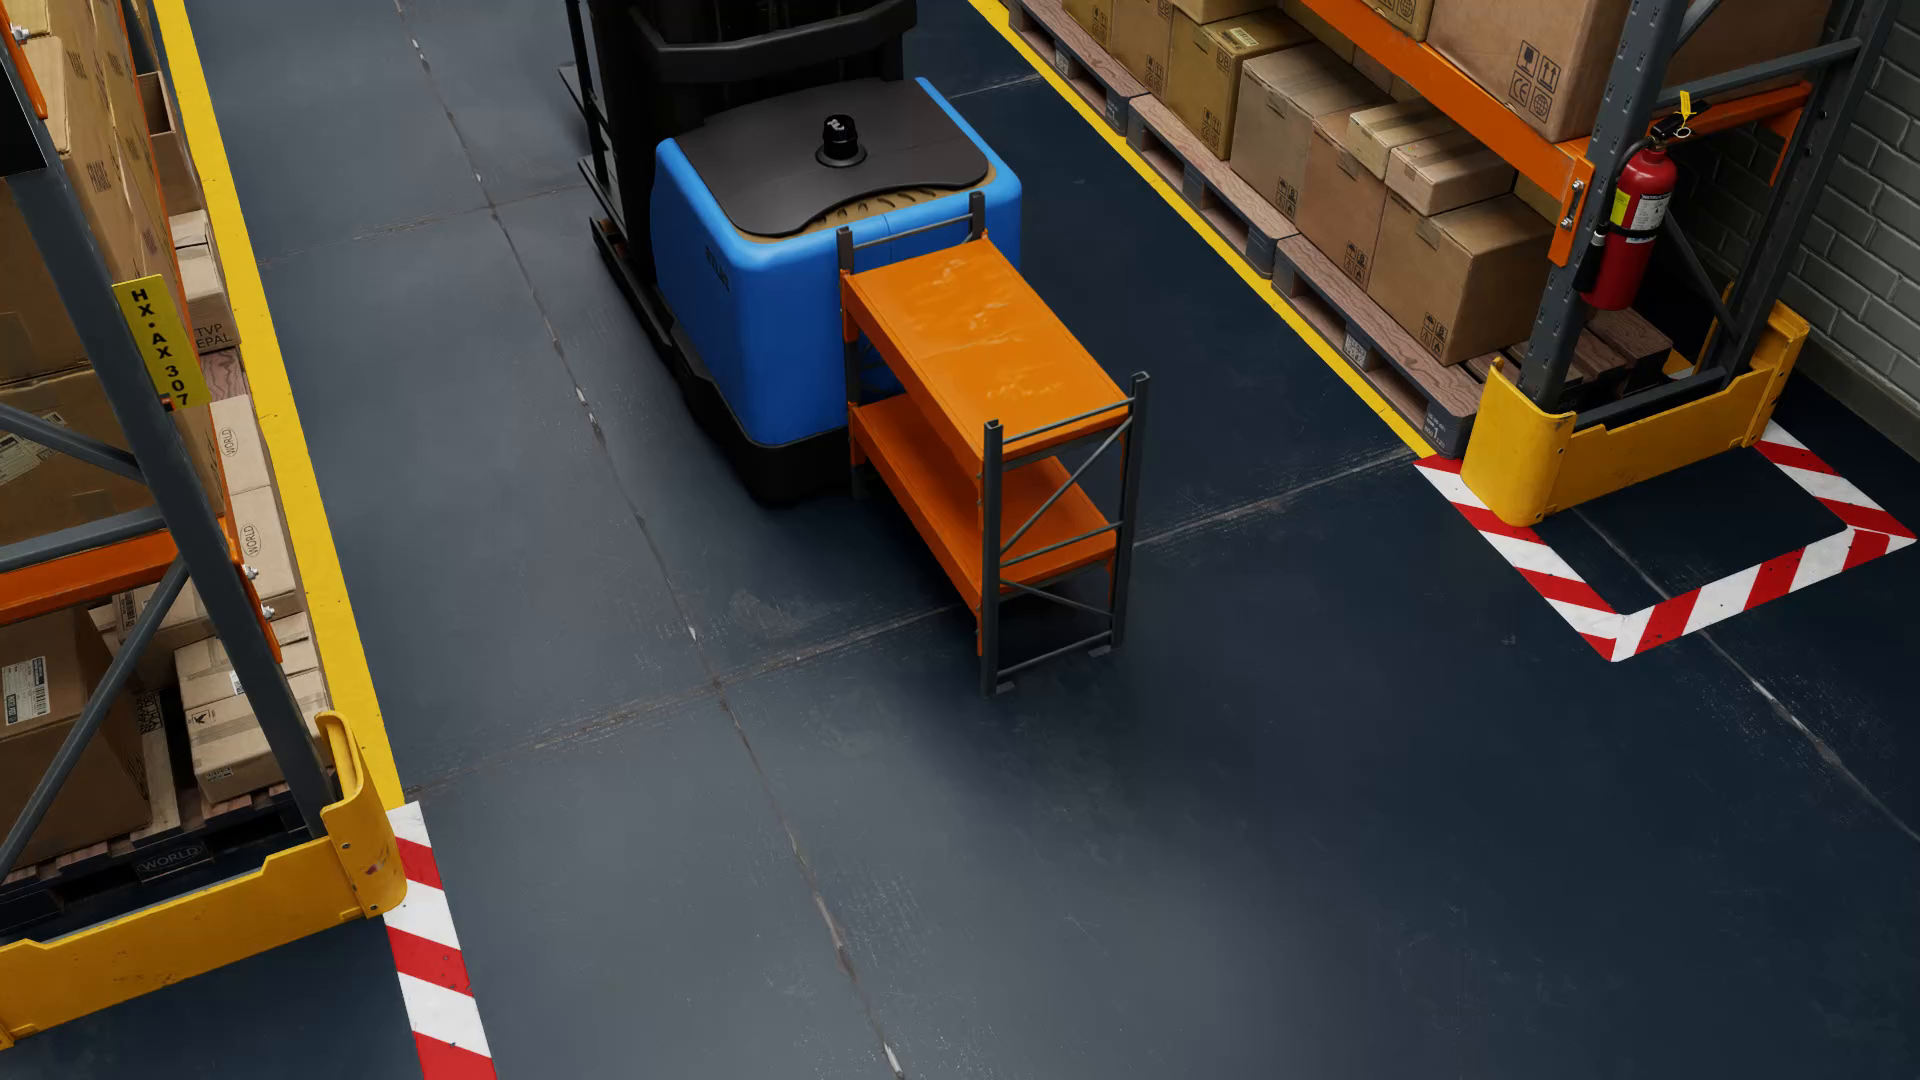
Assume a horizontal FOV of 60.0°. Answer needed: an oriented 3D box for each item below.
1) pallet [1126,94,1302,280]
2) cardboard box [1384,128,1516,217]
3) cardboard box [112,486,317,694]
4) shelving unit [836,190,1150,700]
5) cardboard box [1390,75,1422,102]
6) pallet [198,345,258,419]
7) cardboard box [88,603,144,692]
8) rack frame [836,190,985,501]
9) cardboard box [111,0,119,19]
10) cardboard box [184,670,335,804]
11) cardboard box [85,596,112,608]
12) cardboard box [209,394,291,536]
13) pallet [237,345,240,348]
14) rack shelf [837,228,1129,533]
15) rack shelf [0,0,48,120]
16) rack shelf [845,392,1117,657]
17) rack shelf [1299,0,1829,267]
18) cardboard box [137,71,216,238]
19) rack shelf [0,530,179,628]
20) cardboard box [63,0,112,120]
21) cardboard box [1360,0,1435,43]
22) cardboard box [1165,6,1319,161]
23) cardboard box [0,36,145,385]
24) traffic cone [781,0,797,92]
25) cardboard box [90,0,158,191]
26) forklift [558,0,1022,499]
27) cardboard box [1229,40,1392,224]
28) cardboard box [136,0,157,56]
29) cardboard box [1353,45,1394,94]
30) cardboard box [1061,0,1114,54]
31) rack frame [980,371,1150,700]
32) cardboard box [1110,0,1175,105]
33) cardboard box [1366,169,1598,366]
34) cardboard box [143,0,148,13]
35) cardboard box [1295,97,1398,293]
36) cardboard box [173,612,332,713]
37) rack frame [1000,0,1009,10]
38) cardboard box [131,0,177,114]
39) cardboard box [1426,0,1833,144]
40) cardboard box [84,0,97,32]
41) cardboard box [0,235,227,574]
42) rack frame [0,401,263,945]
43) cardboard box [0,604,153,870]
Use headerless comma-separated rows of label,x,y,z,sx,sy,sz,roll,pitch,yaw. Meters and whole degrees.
pallet,1.453,-1.664,7.286,1.003,0.211,1.213,-18,47,-17
cardboard box,1.765,-1.329,5.980,0.380,0.149,0.250,-19,48,-18
cardboard box,-2.305,0.145,5.112,0.500,0.250,0.500,-18,47,-17
shelving unit,0.072,-0.304,5.257,0.538,1.125,1.048,-19,48,-18
cardboard box,1.900,-1.763,6.420,0.380,0.149,0.250,-18,47,-17
pallet,-3.000,-0.269,5.872,1.003,0.211,1.213,-18,47,-17
cardboard box,-2.664,0.365,4.949,0.380,0.166,0.250,-18,47,-17
rack frame,-0.151,-0.624,5.582,0.500,1.125,0.032,-19,48,-18
cardboard box,-3.144,-1.942,5.512,0.500,0.500,0.500,-17,47,-16
cardboard box,-1.988,0.561,4.762,0.380,0.149,0.250,-18,47,-17
cardboard box,-2.948,0.005,5.253,0.500,0.250,0.500,-18,47,-17
cardboard box,-2.515,-0.174,5.435,0.500,0.250,0.500,-18,47,-17
pallet,-3.517,-1.047,6.661,1.003,0.211,1.213,-18,47,-17
rack shelf,0.072,-0.512,5.051,0.538,0.278,1.000,-19,48,-18
rack shelf,-2.964,-2.015,4.033,1.077,0.370,4.000,-18,47,-17
rack shelf,0.072,-0.130,5.429,0.538,0.278,1.000,-19,48,-18
rack shelf,1.529,-2.412,6.571,1.077,0.370,4.000,-18,47,-17
cardboard box,-3.308,-1.465,6.566,0.500,0.500,0.500,-18,47,-17
rack shelf,-2.964,-1.017,5.018,0.919,0.124,3.809,-18,47,-17
cardboard box,-2.503,-1.332,4.181,0.500,0.500,0.500,-17,47,-17
cardboard box,1.830,-2.283,5.715,0.980,0.700,0.700,-18,48,-18
cardboard box,1.331,-2.047,7.170,0.700,0.500,0.500,-17,47,-16
cardboard box,-2.071,-0.681,3.521,0.500,0.500,0.500,-17,47,-16
traffic cone,-0.644,-1.670,5.901,0.062,1.202,0.307,-18,47,-17
cardboard box,-2.710,-1.292,4.852,0.500,0.500,0.500,-17,47,-17
forklift,-0.880,-2.225,5.918,1.130,2.935,3.031,-19,48,-18
cardboard box,1.562,-1.709,6.827,0.700,0.500,0.500,-19,48,-19
cardboard box,-4.022,-2.461,7.575,0.500,0.500,0.500,-17,47,-17
cardboard box,1.792,-1.925,6.584,0.380,0.149,0.250,-17,47,-17
cardboard box,0.909,-2.696,7.827,0.700,0.500,0.500,-17,47,-17
rack frame,0.296,0.017,4.932,0.500,1.125,0.032,-19,48,-18
cardboard box,1.117,-2.375,7.502,0.700,0.500,0.500,-18,48,-18
cardboard box,1.985,-1.070,6.180,0.700,0.500,0.500,-18,47,-17
cardboard box,-4.225,-2.782,7.900,0.500,0.500,0.500,-17,47,-17
cardboard box,1.774,-1.389,6.503,0.700,0.500,0.500,-18,47,-18
cardboard box,-2.093,0.396,4.917,0.380,0.166,0.250,-18,47,-17
rack frame,0.688,-3.943,7.610,1.000,3.000,0.127,-18,47,-17
cardboard box,-3.788,-2.125,7.234,0.500,0.500,0.500,-20,48,-19
cardboard box,2.146,-1.823,5.248,0.980,0.700,0.700,-16,47,-16
cardboard box,-2.718,-1.655,4.509,0.500,0.500,0.500,-18,48,-18
cardboard box,-2.071,-0.325,3.872,0.500,0.500,0.500,-17,47,-17
rack frame,-2.120,0.070,3.543,0.949,2.616,0.053,-18,47,-17
cardboard box,-2.575,0.531,4.543,0.500,0.500,0.500,-18,47,-17
